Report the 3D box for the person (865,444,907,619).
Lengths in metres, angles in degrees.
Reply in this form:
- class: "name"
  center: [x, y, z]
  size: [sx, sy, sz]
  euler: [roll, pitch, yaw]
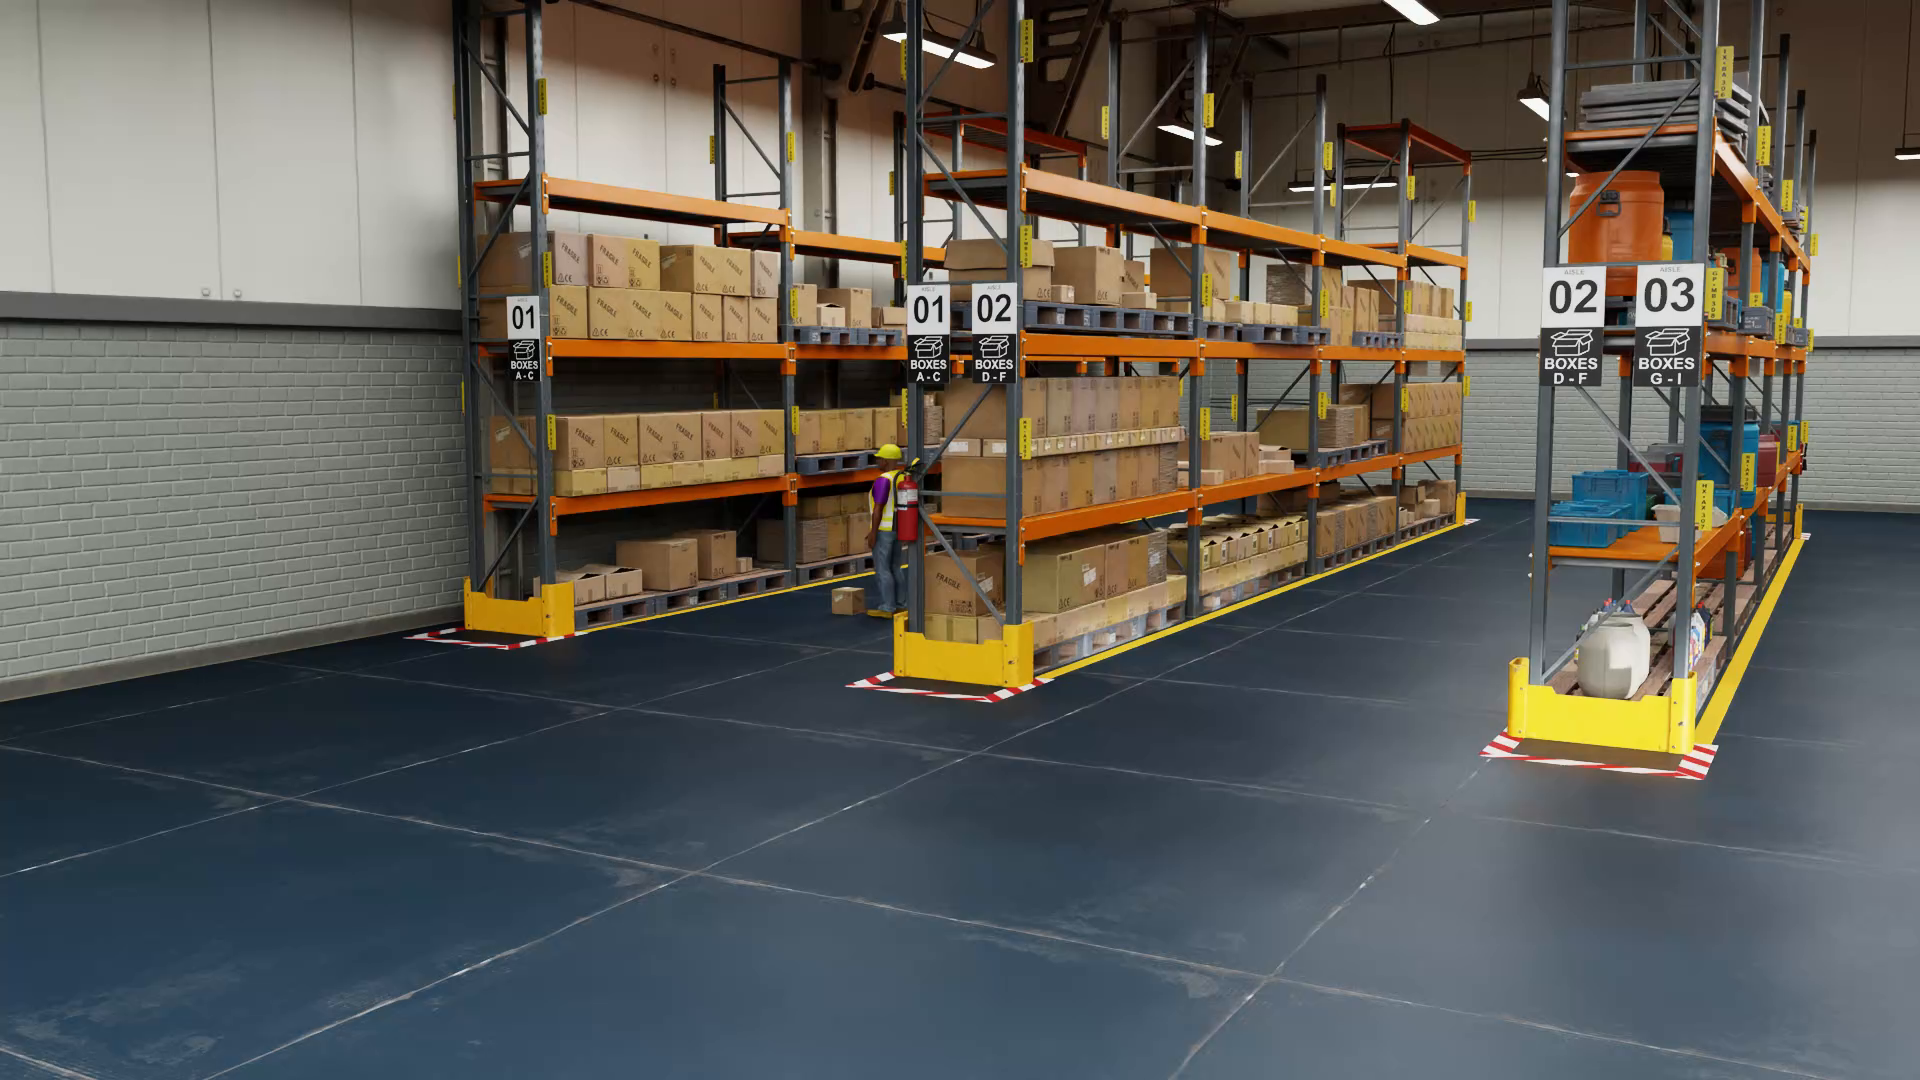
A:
- class: "person"
  center: [-0.739, -0.082, 16.937]
  size: [0.371, 1.787, 0.564]
  euler: [3, 7, 30]
